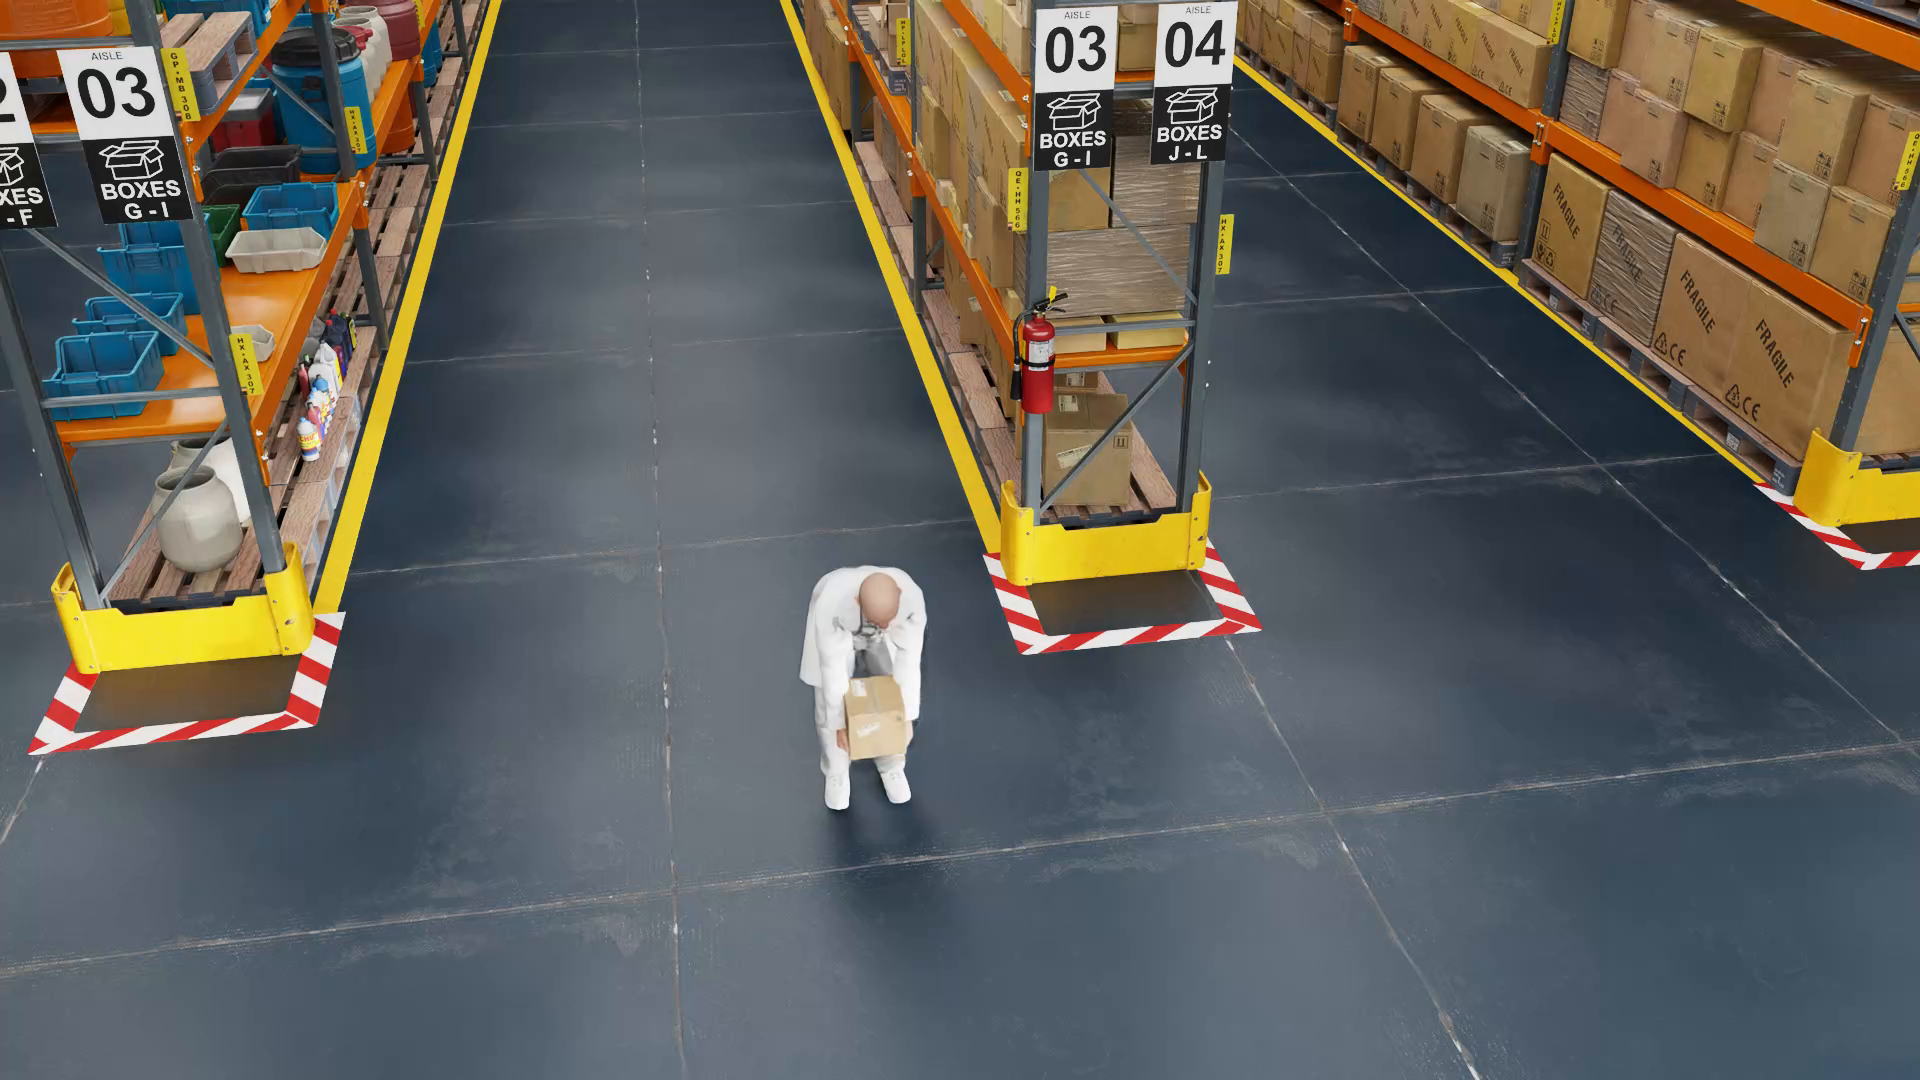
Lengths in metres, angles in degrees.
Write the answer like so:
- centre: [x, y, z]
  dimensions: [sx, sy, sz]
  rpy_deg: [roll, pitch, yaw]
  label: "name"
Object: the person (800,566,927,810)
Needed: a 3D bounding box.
- centre: [-0.418, 0.628, 7.400]
  dimensions: [0.558, 1.460, 0.835]
  rpy_deg: [-6, 31, -10]
  label: "person"
